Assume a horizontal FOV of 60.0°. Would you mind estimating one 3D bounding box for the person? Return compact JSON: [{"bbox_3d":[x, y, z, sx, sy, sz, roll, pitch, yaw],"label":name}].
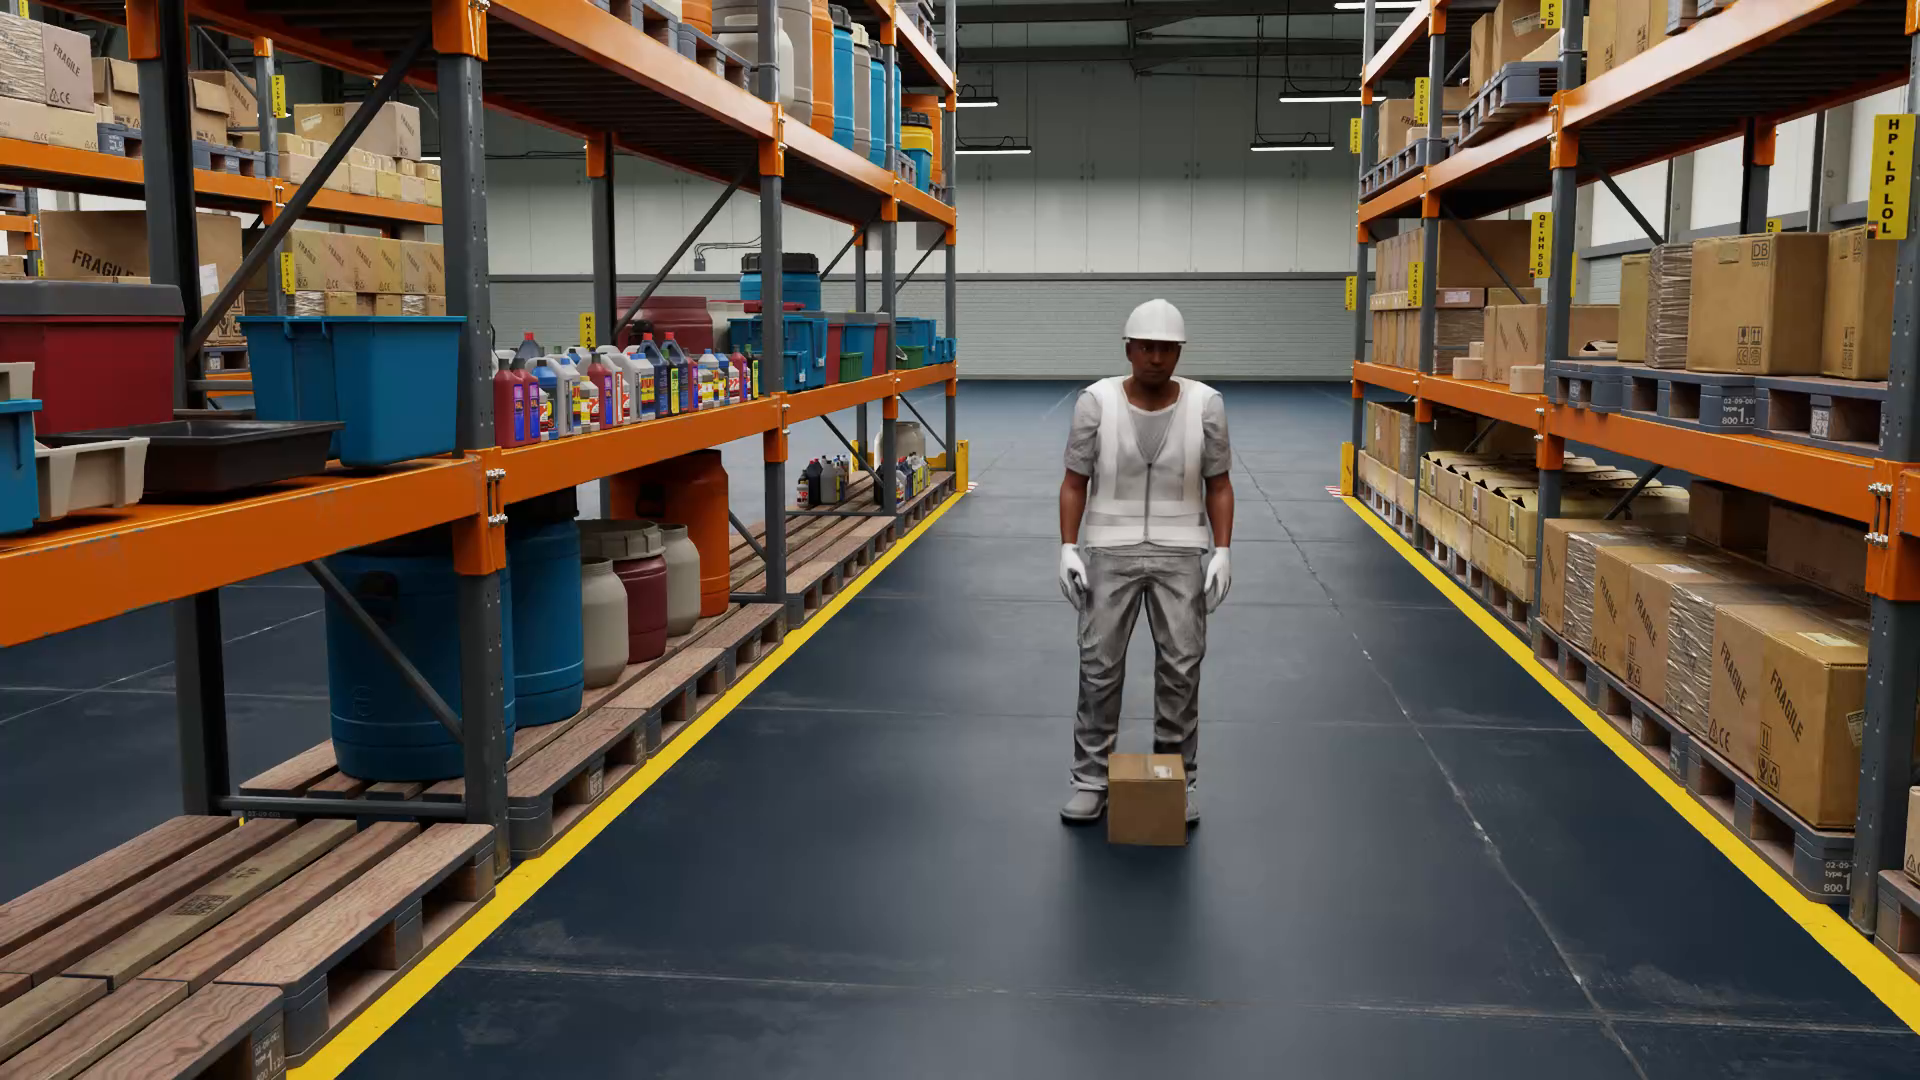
[{"bbox_3d":[0.635,0.074,5.684,0.595,1.775,0.440,1,8,4],"label":"person"}]
